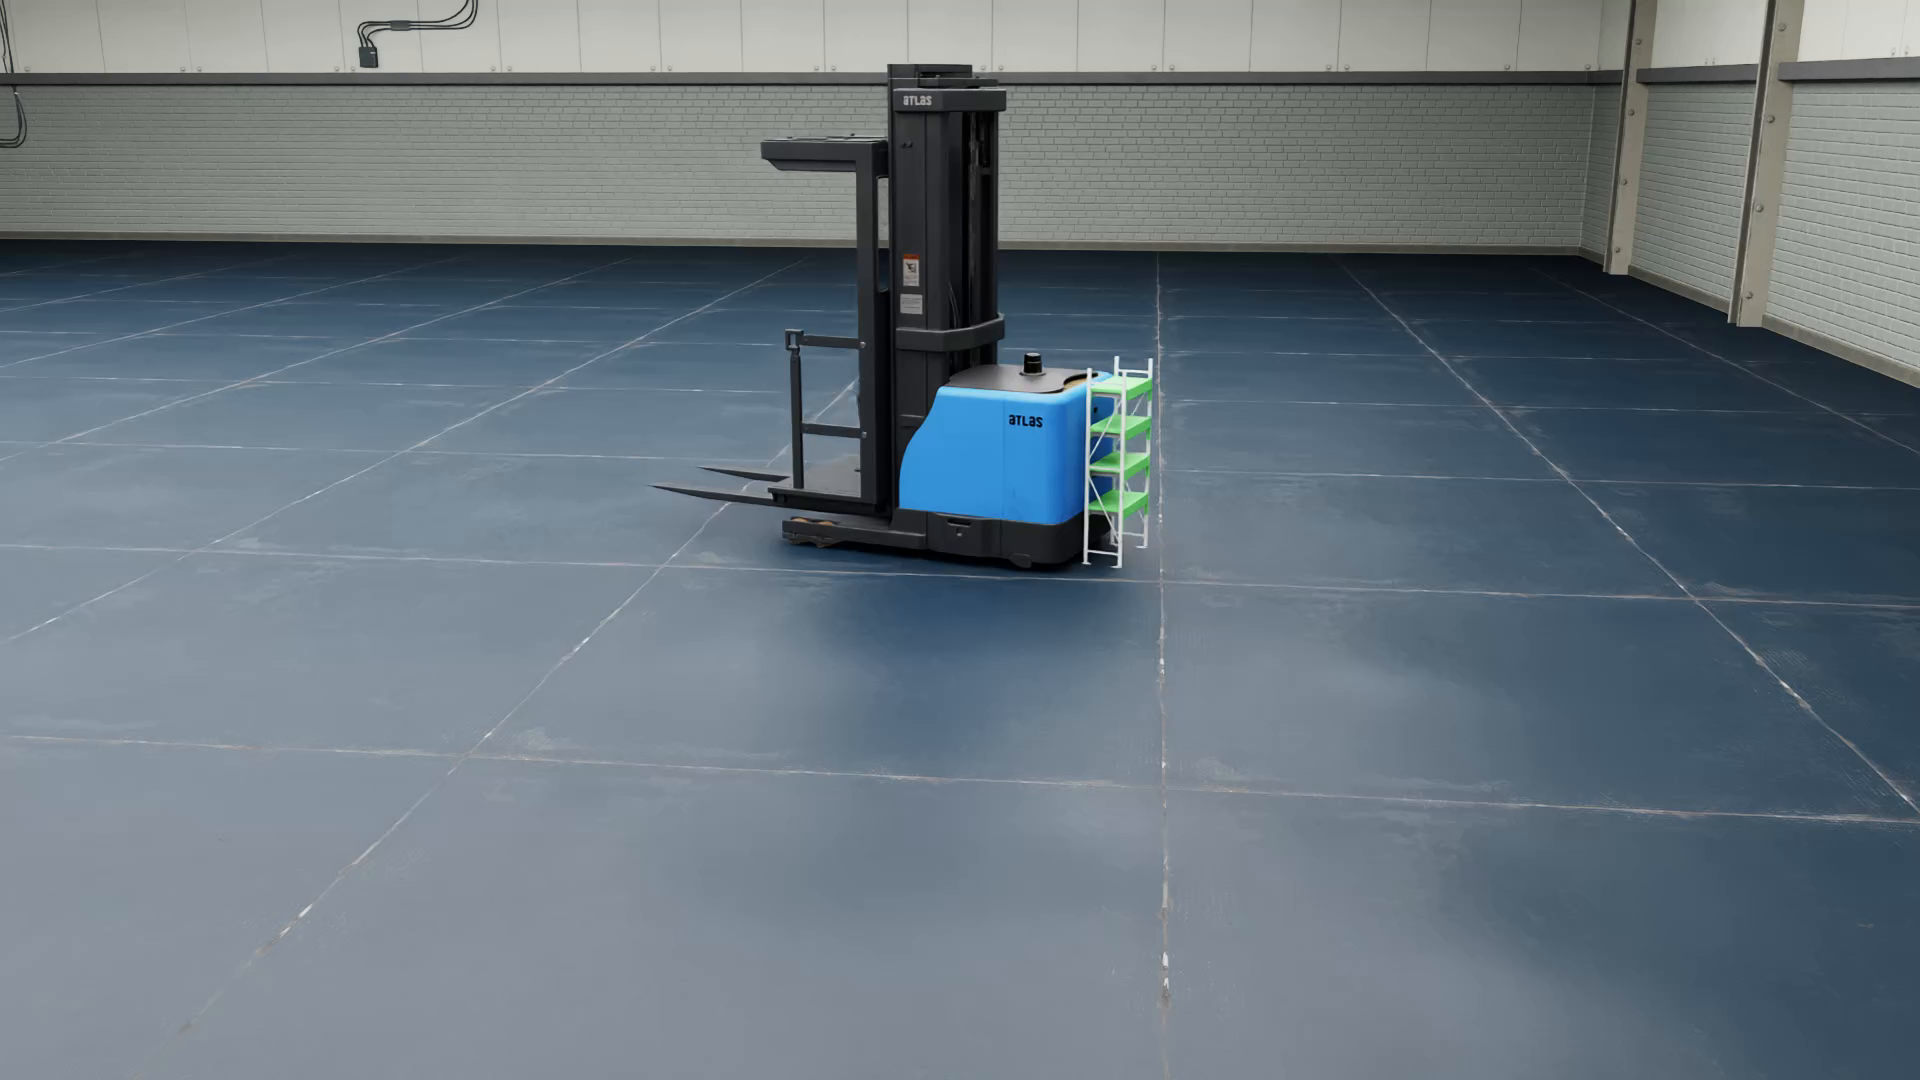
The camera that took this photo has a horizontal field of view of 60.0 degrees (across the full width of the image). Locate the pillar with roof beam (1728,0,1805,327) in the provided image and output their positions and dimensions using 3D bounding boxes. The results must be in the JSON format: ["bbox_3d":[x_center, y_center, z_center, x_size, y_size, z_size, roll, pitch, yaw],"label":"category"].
[{"bbox_3d":[5.396,-7.123,19.766,9.100,9.000,0.400,2,15,6],"label":"pillar with roof beam"}]

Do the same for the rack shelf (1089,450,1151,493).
[{"bbox_3d":[0.965,-0.418,10.155,0.258,0.148,0.480,7,17,24],"label":"rack shelf"}]

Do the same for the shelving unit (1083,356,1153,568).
[{"bbox_3d":[0.965,-0.480,10.139,0.258,1.200,0.503,7,17,24],"label":"shelving unit"}]

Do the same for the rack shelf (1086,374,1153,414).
[{"bbox_3d":[0.965,-0.882,10.030,0.258,0.148,0.480,7,17,24],"label":"rack shelf"}]

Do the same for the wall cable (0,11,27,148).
[{"bbox_3d":[-19.302,-8.707,31.571,3.097,2.526,0.112,2,15,6],"label":"wall cable"}]

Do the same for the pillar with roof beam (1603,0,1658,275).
[{"bbox_3d":[6.073,-8.680,25.521,9.100,9.000,0.400,2,15,6],"label":"pillar with roof beam"}]

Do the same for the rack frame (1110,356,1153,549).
[{"bbox_3d":[1.067,-0.538,10.353,0.240,1.200,0.015,7,17,24],"label":"rack frame"}]

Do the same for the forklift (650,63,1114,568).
[{"bbox_3d":[-0.570,-1.483,10.531,3.031,2.935,1.130,7,17,24],"label":"forklift"}]

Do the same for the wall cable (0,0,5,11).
[{"bbox_3d":[-16.614,-11.065,30.617,3.097,2.526,0.112,2,15,6],"label":"wall cable"}]

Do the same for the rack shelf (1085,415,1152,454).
[{"bbox_3d":[0.965,-0.650,10.093,0.258,0.148,0.480,7,17,24],"label":"rack shelf"}]

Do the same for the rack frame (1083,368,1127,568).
[{"bbox_3d":[0.864,-0.422,9.924,0.240,1.200,0.015,7,17,24],"label":"rack frame"}]

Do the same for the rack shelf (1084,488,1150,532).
[{"bbox_3d":[0.965,-0.187,10.218,0.258,0.148,0.480,7,17,24],"label":"rack shelf"}]

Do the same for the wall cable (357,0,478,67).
[{"bbox_3d":[-9.871,-11.564,29.672,2.305,6.003,0.169,2,15,6],"label":"wall cable"}]
